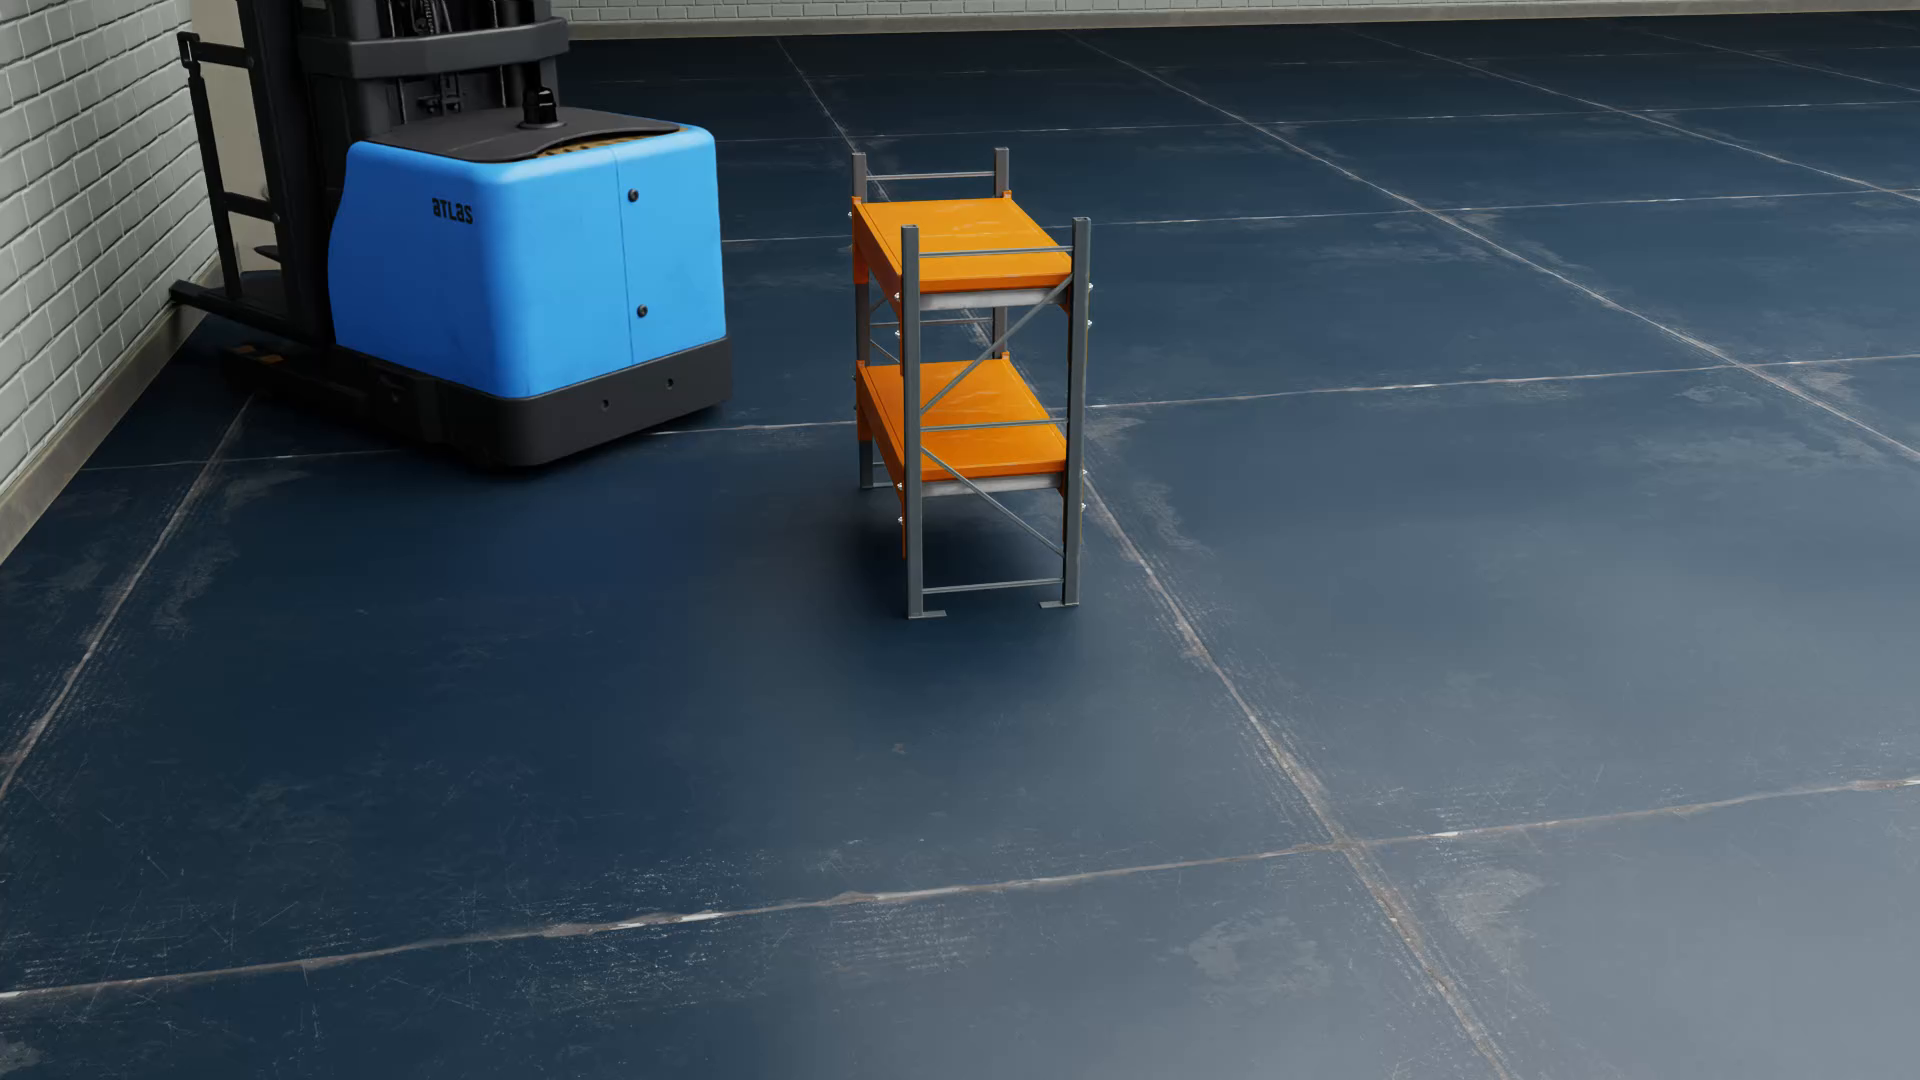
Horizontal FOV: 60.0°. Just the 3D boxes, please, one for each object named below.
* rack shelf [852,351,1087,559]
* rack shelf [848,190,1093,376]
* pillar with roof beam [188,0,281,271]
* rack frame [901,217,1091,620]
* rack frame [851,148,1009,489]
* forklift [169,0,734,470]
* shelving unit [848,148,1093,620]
[{"bbox_3d":[0.001,-0.289,5.117,0.538,0.278,1.000,-4,24,-10],"label":"rack shelf"},{"bbox_3d":[0.001,-0.781,4.902,0.538,0.278,1.000,-4,24,-10],"label":"rack shelf"},{"bbox_3d":[0.712,-5.877,7.464,9.100,9.000,0.400,-4,24,-10],"label":"pillar with roof beam"},{"bbox_3d":[0.095,-0.313,4.561,0.500,1.125,0.032,-4,24,-10],"label":"rack frame"},{"bbox_3d":[-0.093,-0.713,5.477,0.500,1.125,0.032,-4,24,-10],"label":"rack frame"},{"bbox_3d":[-2.327,-2.051,6.283,3.031,2.935,1.130,18,29,35],"label":"forklift"},{"bbox_3d":[0.001,-0.513,5.019,0.538,1.125,1.048,-4,24,-10],"label":"shelving unit"}]
